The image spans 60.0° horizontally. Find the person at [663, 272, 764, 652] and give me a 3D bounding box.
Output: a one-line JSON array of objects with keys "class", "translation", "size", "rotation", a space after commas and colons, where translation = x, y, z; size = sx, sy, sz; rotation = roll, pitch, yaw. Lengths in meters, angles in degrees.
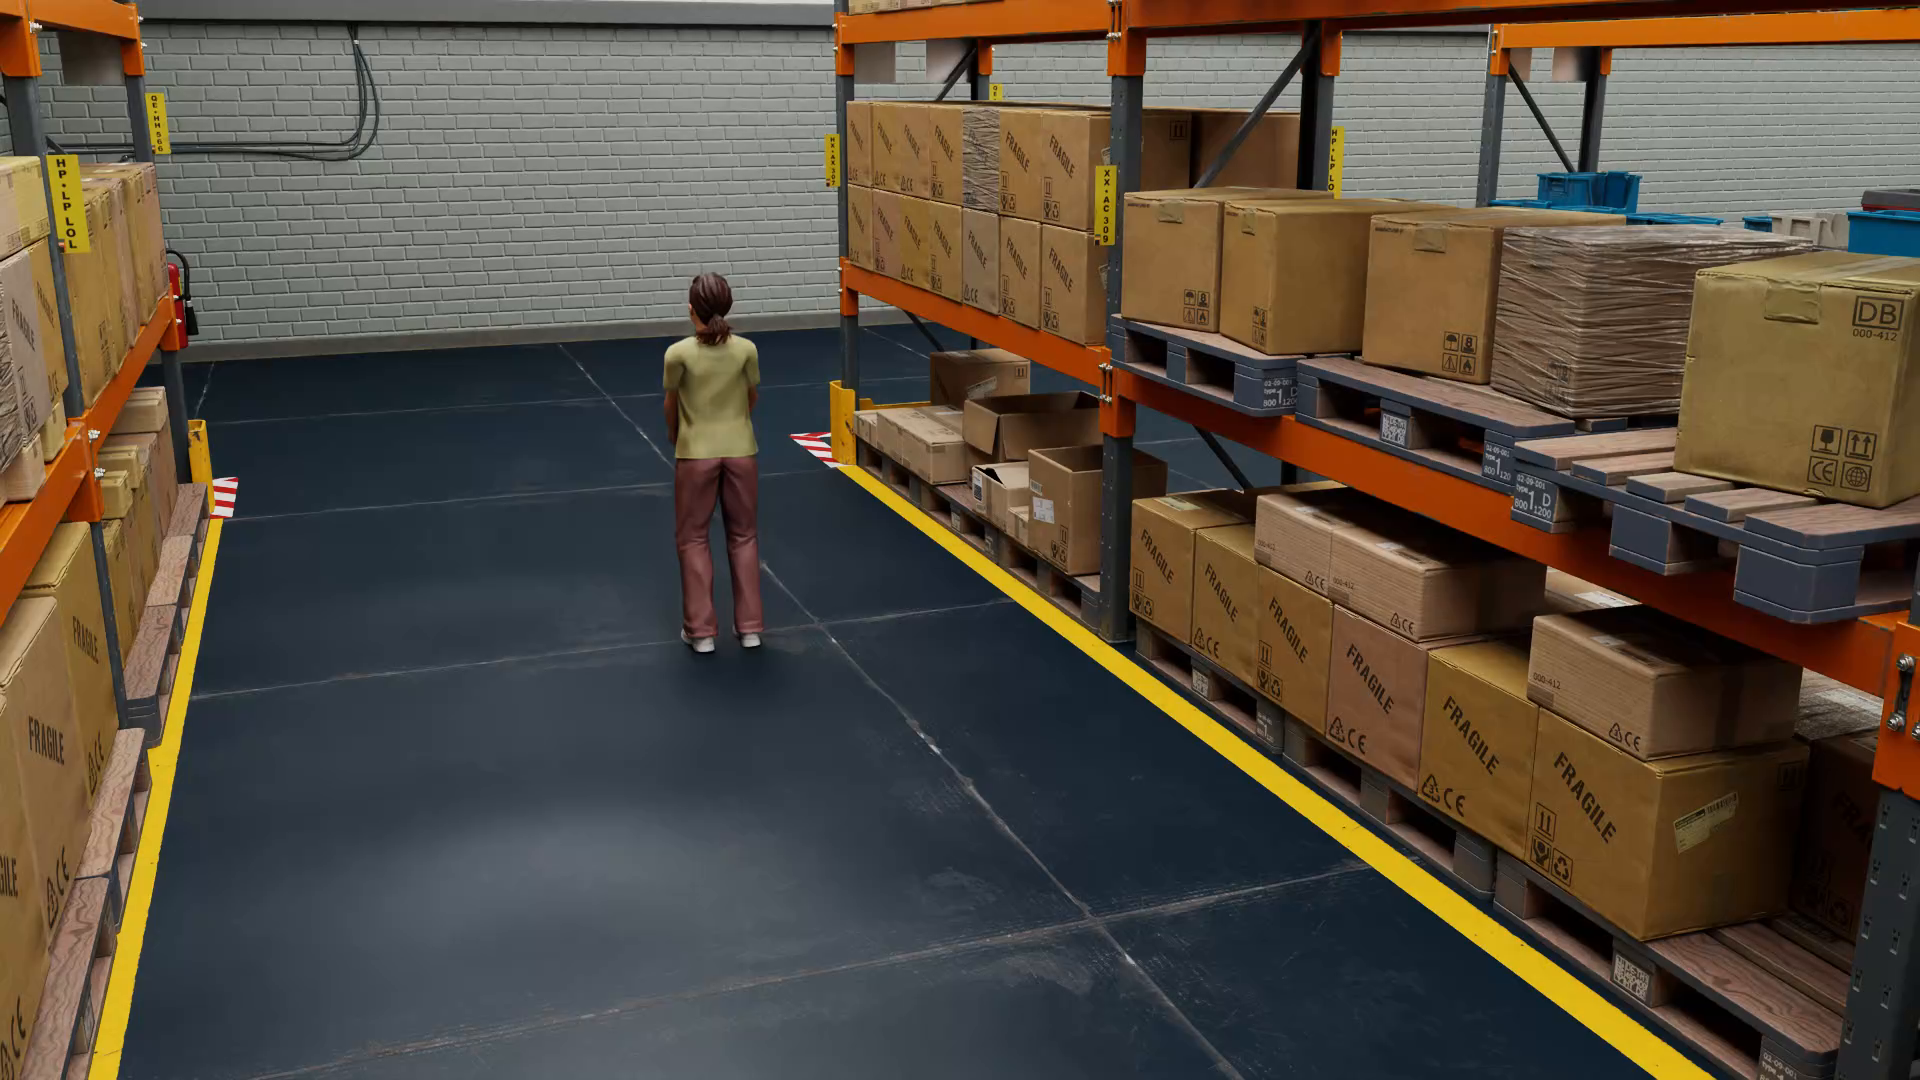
[{"class": "person", "translation": [-1.085, -0.349, 7.296], "size": [0.426, 1.665, 0.549], "rotation": [-6, 17, -19]}]
